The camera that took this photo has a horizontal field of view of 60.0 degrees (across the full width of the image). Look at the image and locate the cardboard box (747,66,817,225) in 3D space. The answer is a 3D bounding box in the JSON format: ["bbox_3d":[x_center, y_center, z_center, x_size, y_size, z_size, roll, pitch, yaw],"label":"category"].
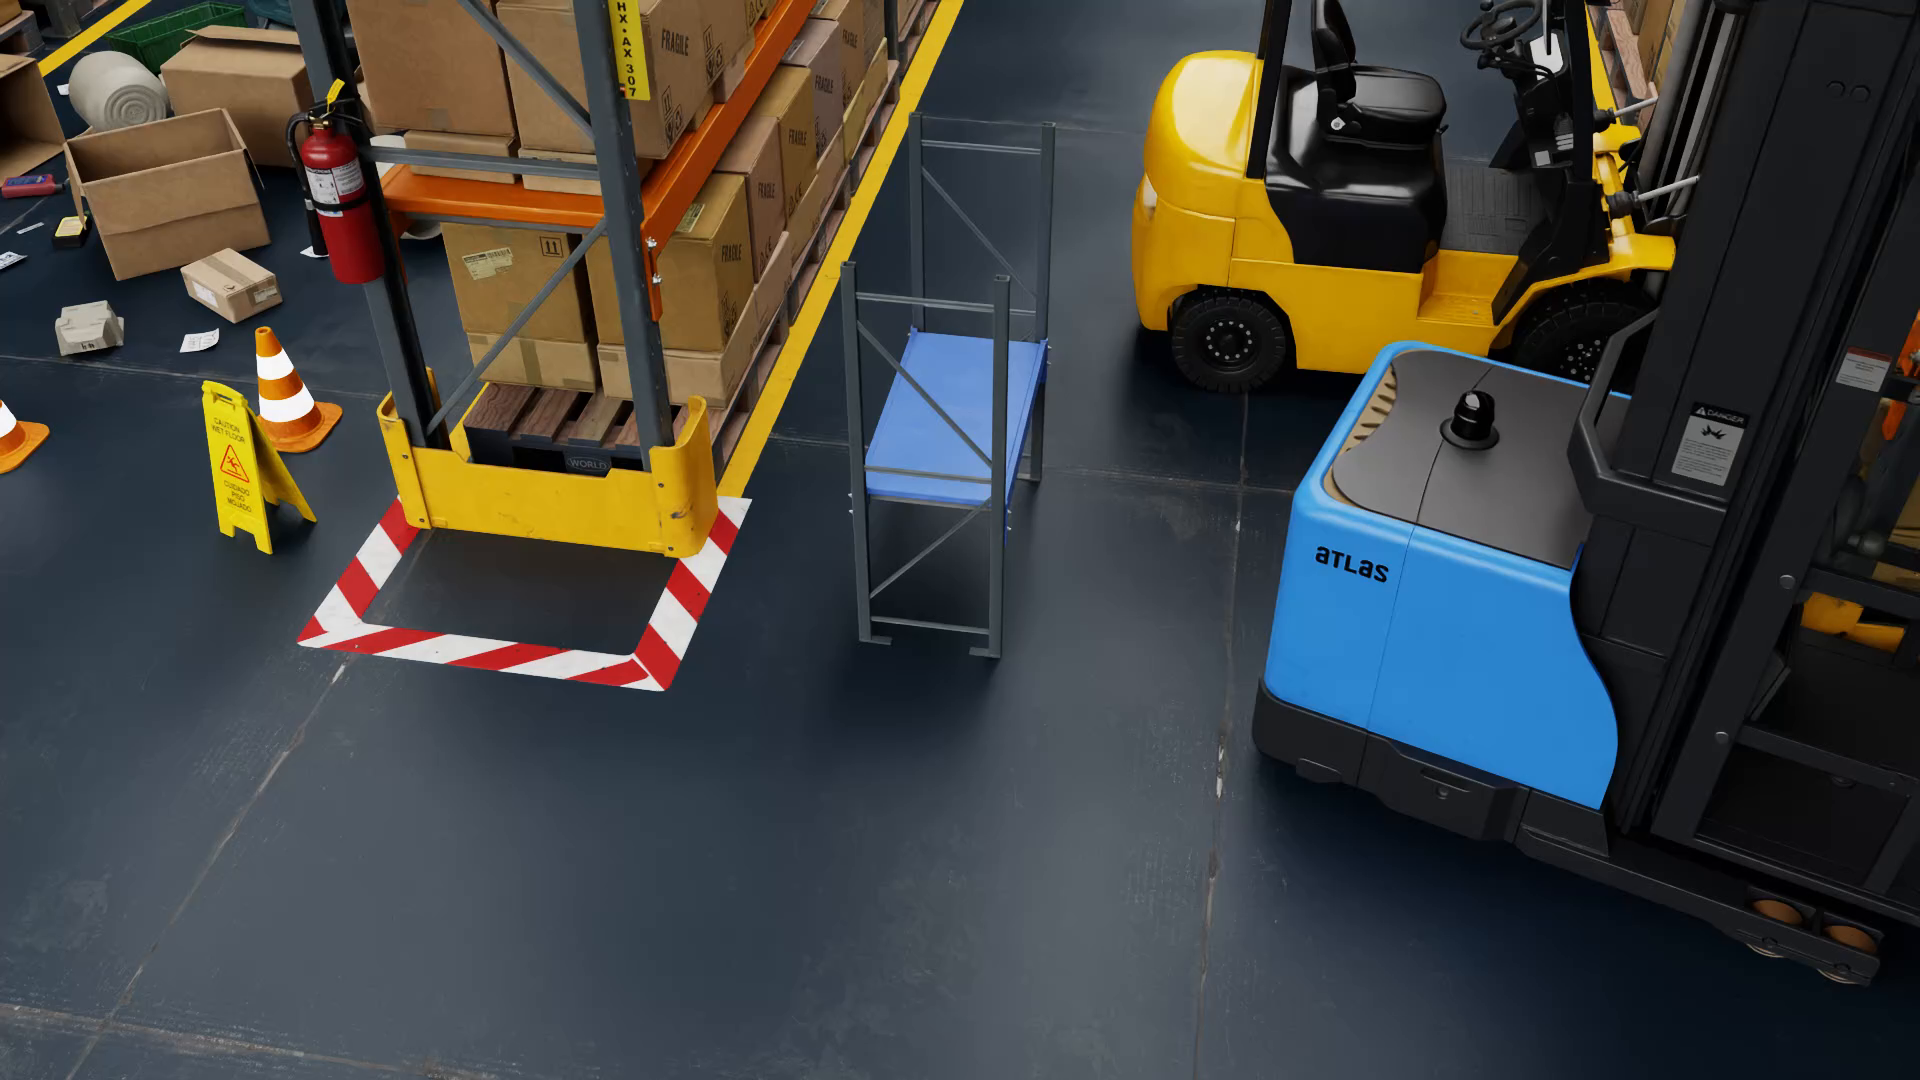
[{"bbox_3d":[-0.938,-1.732,7.231,0.500,0.500,0.500,7,40,9],"label":"cardboard box"}]

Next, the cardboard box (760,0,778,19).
[{"bbox_3d":[-0.954,-2.274,6.843,0.380,0.149,0.250,5,40,6],"label":"cardboard box"}]

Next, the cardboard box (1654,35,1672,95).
[{"bbox_3d":[3.660,-2.198,7.991,0.500,0.250,0.500,6,40,7],"label":"cardboard box"}]

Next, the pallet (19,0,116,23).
[{"bbox_3d":[-5.676,-3.618,10.461,1.003,0.211,1.213,6,40,8],"label":"pallet"}]

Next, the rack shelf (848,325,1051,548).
[{"bbox_3d":[-0.015,-0.386,5.822,0.538,0.185,1.000,6,40,8],"label":"rack shelf"}]

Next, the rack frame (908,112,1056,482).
[{"bbox_3d":[0.073,-0.844,6.093,0.500,1.500,0.032,6,40,8],"label":"rack frame"}]

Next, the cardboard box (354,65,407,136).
[{"bbox_3d":[-3.097,-2.390,8.932,0.258,0.266,0.396,-20,44,-23],"label":"cardboard box"}]

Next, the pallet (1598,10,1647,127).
[{"bbox_3d":[4.137,-2.565,9.187,1.003,0.211,1.213,6,40,8],"label":"pallet"}]

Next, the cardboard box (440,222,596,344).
[{"bbox_3d":[-1.652,-1.130,6.503,0.500,0.500,0.500,7,40,8],"label":"cardboard box"}]

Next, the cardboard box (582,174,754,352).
[{"bbox_3d":[-1.119,-1.089,6.453,0.500,0.500,0.500,5,40,6],"label":"cardboard box"}]

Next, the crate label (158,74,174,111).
[{"bbox_3d":[-4.272,-2.501,9.167,0.298,0.136,0.250,-20,44,-23],"label":"crate label"}]

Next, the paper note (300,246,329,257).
[{"bbox_3d":[-3.036,-1.388,7.914,0.148,0.019,0.142,20,44,23],"label":"paper note"}]

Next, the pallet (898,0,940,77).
[{"bbox_3d":[-0.709,-3.132,9.873,1.003,0.211,1.213,6,40,8],"label":"pallet"}]

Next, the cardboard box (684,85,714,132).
[{"bbox_3d":[-1.116,-1.619,6.051,0.380,0.149,0.250,5,40,6],"label":"cardboard box"}]

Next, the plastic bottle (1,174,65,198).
[{"bbox_3d":[-4.645,-1.781,8.356,0.283,0.061,0.133,-6,40,-8],"label":"plastic bottle"}]

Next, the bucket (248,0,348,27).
[{"bbox_3d":[-3.488,-3.185,9.124,0.726,0.611,0.620,20,34,23],"label":"bucket"}]

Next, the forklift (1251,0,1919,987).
[{"bbox_3d":[2.489,-0.261,4.266,3.031,2.935,1.130,18,43,21],"label":"forklift"}]

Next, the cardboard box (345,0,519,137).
[{"bbox_3d":[-1.712,-1.732,5.679,0.500,0.500,0.500,6,40,7],"label":"cardboard box"}]

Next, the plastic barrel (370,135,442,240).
[{"bbox_3d":[-2.668,-1.678,7.947,0.421,0.421,0.512,-28,47,-30],"label":"plastic barrel"}]

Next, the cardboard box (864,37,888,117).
[{"bbox_3d":[-0.680,-2.419,8.651,0.500,0.250,0.500,8,40,10],"label":"cardboard box"}]

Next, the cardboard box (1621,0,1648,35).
[{"bbox_3d":[4.269,-3.234,9.342,0.875,0.625,0.625,6,40,7],"label":"cardboard box"}]

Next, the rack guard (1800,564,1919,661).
[{"bbox_3d":[3.351,0.316,5.476,1.175,0.500,0.348,6,40,8],"label":"rack guard"}]

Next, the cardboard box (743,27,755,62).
[{"bbox_3d":[-1.015,-1.939,6.438,0.380,0.149,0.250,7,40,9],"label":"cardboard box"}]

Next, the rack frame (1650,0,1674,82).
[{"bbox_3d":[4.047,-3.173,7.734,1.000,3.000,0.127,6,40,8],"label":"rack frame"}]

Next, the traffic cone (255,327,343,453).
[{"bbox_3d":[-2.730,-0.642,6.663,0.336,0.463,0.334,6,40,8],"label":"traffic cone"}]

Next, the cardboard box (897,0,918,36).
[{"bbox_3d":[-0.754,-3.196,9.495,0.950,0.372,0.625,7,40,8],"label":"cardboard box"}]

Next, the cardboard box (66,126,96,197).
[{"bbox_3d":[-4.218,-1.865,8.297,0.396,0.266,0.258,13,41,15],"label":"cardboard box"}]

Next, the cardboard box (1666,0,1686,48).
[{"bbox_3d":[3.655,-2.391,7.832,0.500,0.250,0.500,6,40,7],"label":"cardboard box"}]

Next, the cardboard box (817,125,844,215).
[{"bbox_3d":[-0.854,-1.765,7.860,0.500,0.250,0.500,7,40,8],"label":"cardboard box"}]

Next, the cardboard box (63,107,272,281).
[{"bbox_3d":[-3.724,-1.627,7.823,0.797,0.503,0.637,-20,44,-23],"label":"cardboard box"}]

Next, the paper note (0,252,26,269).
[{"bbox_3d":[-4.491,-1.316,7.819,0.144,0.017,0.142,20,44,23],"label":"paper note"}]

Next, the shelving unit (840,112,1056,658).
[{"bbox_3d":[-0.015,-0.524,5.707,0.538,1.500,1.048,6,40,8],"label":"shelving unit"}]

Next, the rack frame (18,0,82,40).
[{"bbox_3d":[-5.735,-4.200,8.976,1.000,3.000,0.127,6,40,8],"label":"rack frame"}]

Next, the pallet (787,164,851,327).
[{"bbox_3d":[-1.132,-1.450,7.838,1.003,0.211,1.213,6,40,8],"label":"pallet"}]

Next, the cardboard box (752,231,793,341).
[{"bbox_3d":[-1.026,-1.105,7.061,0.500,0.250,0.500,8,40,9],"label":"cardboard box"}]

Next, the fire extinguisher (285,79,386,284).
[{"bbox_3d":[-2.008,-1.157,5.356,0.296,0.674,0.183,6,40,8],"label":"fire extinguisher"}]

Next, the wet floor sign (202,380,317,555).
[{"bbox_3d":[-2.621,-0.299,6.105,0.267,0.644,0.232,20,44,23],"label":"wet floor sign"}]

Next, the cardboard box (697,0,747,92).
[{"bbox_3d":[-1.093,-1.953,5.946,0.500,0.500,0.500,8,40,9],"label":"cardboard box"}]

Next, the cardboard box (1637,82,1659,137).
[{"bbox_3d":[3.638,-2.008,8.153,0.500,0.250,0.500,7,40,8],"label":"cardboard box"}]

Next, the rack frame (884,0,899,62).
[{"bbox_3d":[-0.842,-3.718,8.393,1.000,3.000,0.127,6,40,8],"label":"rack frame"}]

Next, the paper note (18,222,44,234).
[{"bbox_3d":[-4.513,-1.515,8.074,0.032,0.001,0.123,28,47,30],"label":"paper note"}]

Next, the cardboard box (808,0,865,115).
[{"bbox_3d":[-0.766,-2.389,8.025,0.500,0.500,0.500,7,40,8],"label":"cardboard box"}]

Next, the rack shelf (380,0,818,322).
[{"bbox_3d":[-1.188,-2.185,7.104,1.077,0.370,4.000,6,40,8],"label":"rack shelf"}]
